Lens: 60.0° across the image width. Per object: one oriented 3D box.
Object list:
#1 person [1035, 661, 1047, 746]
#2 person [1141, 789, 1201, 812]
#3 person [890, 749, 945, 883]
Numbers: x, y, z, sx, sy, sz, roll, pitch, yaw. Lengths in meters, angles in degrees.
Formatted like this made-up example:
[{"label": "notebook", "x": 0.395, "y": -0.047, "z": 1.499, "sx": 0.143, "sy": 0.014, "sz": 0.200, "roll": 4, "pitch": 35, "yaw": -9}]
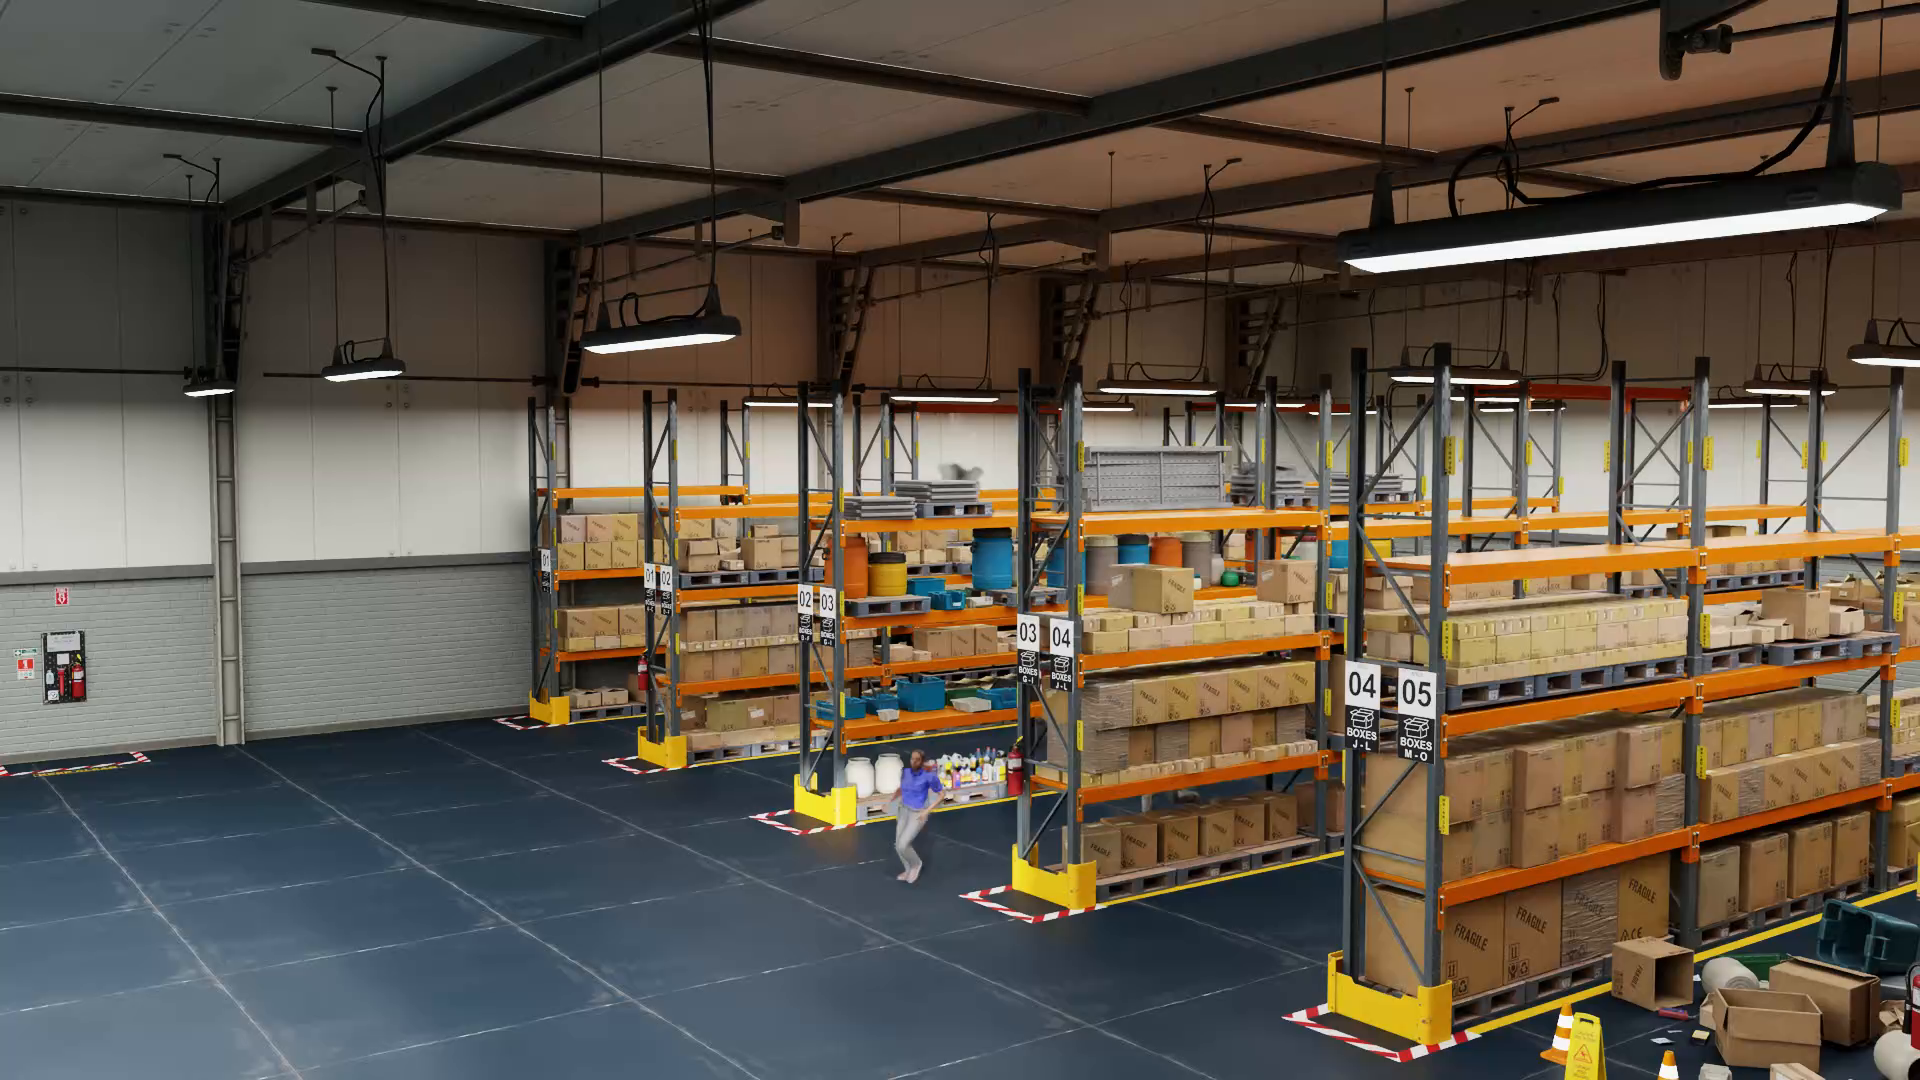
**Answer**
[{"label": "person", "x": 1.295, "y": 2.644, "z": 28.224, "sx": 0.613, "sy": 1.726, "sz": 0.736, "roll": -3, "pitch": 5, "yaw": -45}, {"label": "person", "x": 2.739, "y": 3.006, "z": 22.062, "sx": 1.071, "sy": 1.767, "sz": 0.632, "roll": -2, "pitch": 4, "yaw": -36}, {"label": "person", "x": -0.548, "y": 3.223, "z": 19.340, "sx": 0.586, "sy": 1.597, "sz": 0.571, "roll": 3, "pitch": 5, "yaw": 42}]
